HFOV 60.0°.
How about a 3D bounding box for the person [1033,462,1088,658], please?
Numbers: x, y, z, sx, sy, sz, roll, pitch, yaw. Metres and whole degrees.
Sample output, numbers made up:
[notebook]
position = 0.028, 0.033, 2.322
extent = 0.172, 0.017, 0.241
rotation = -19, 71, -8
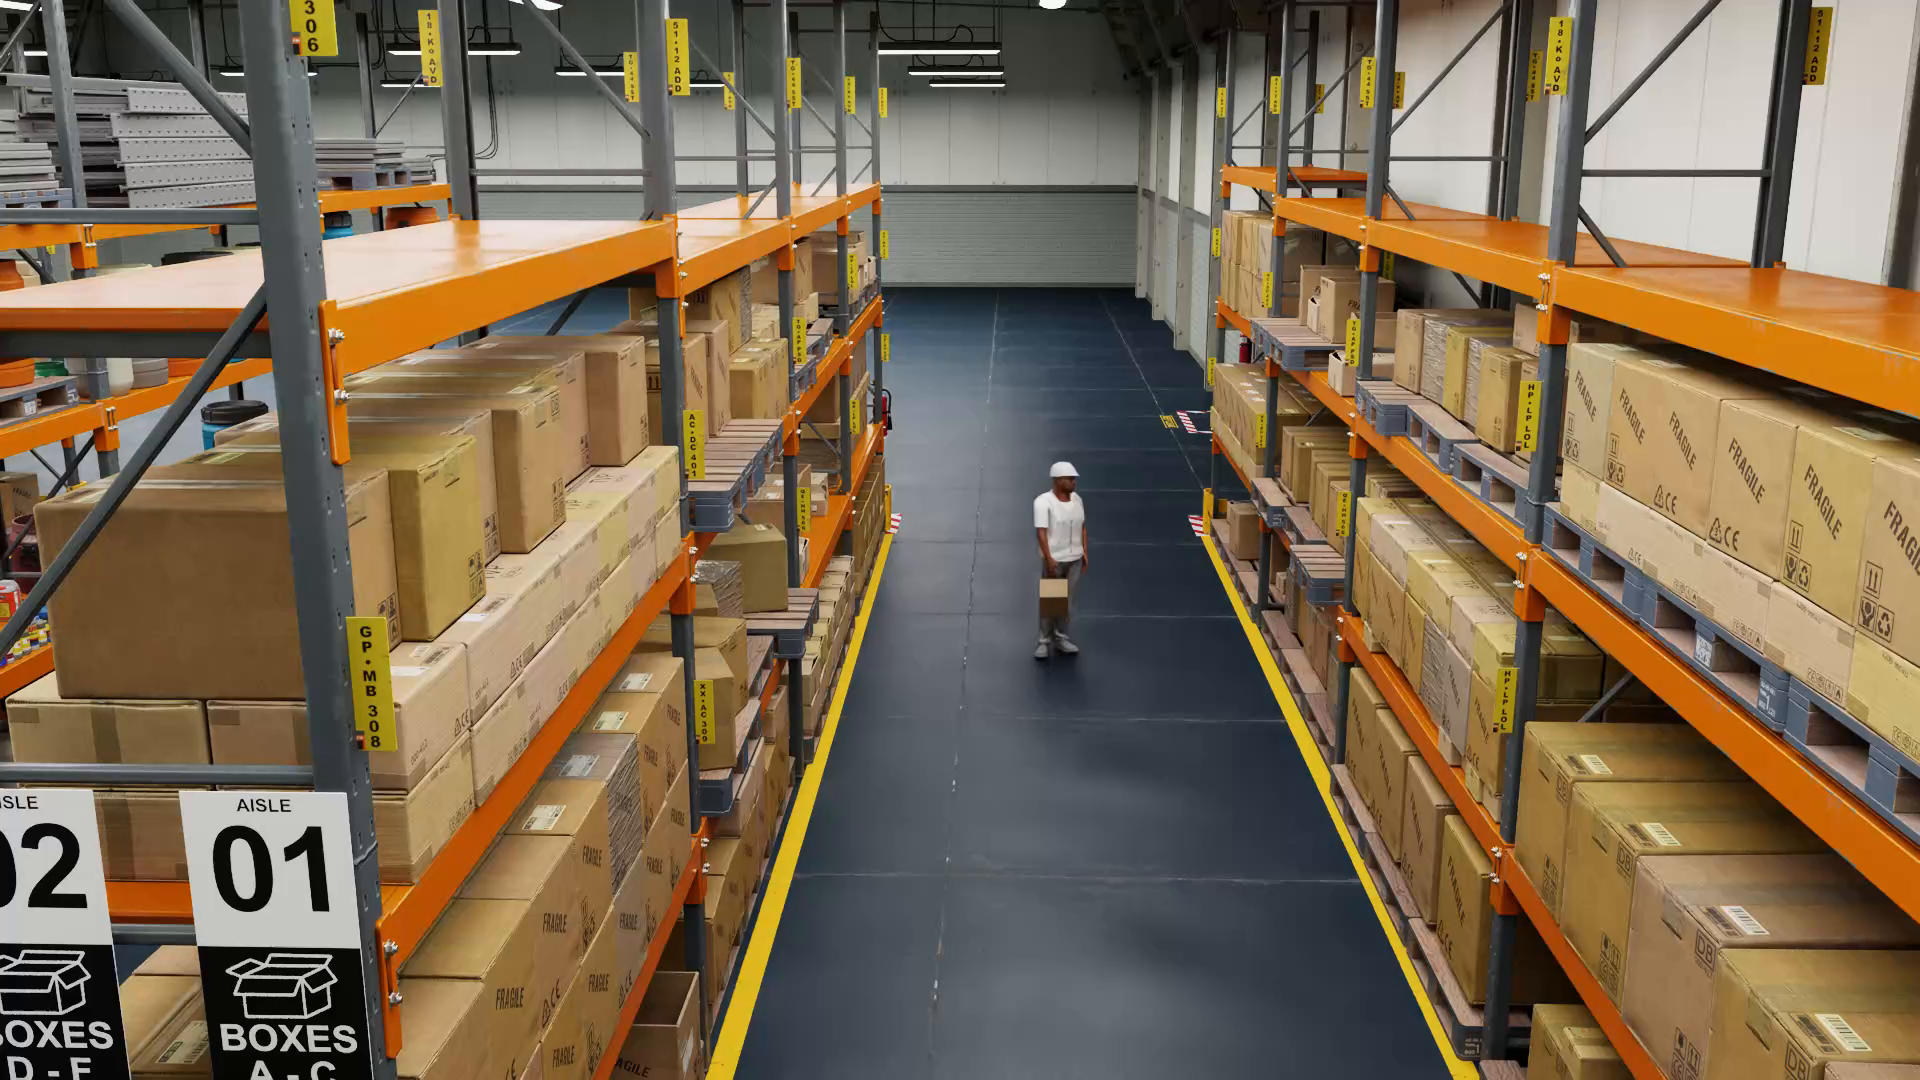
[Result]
[person]
position = 0.920, 0.172, 15.192
extent = 0.618, 1.768, 0.431
rotation = -9, 17, -33
